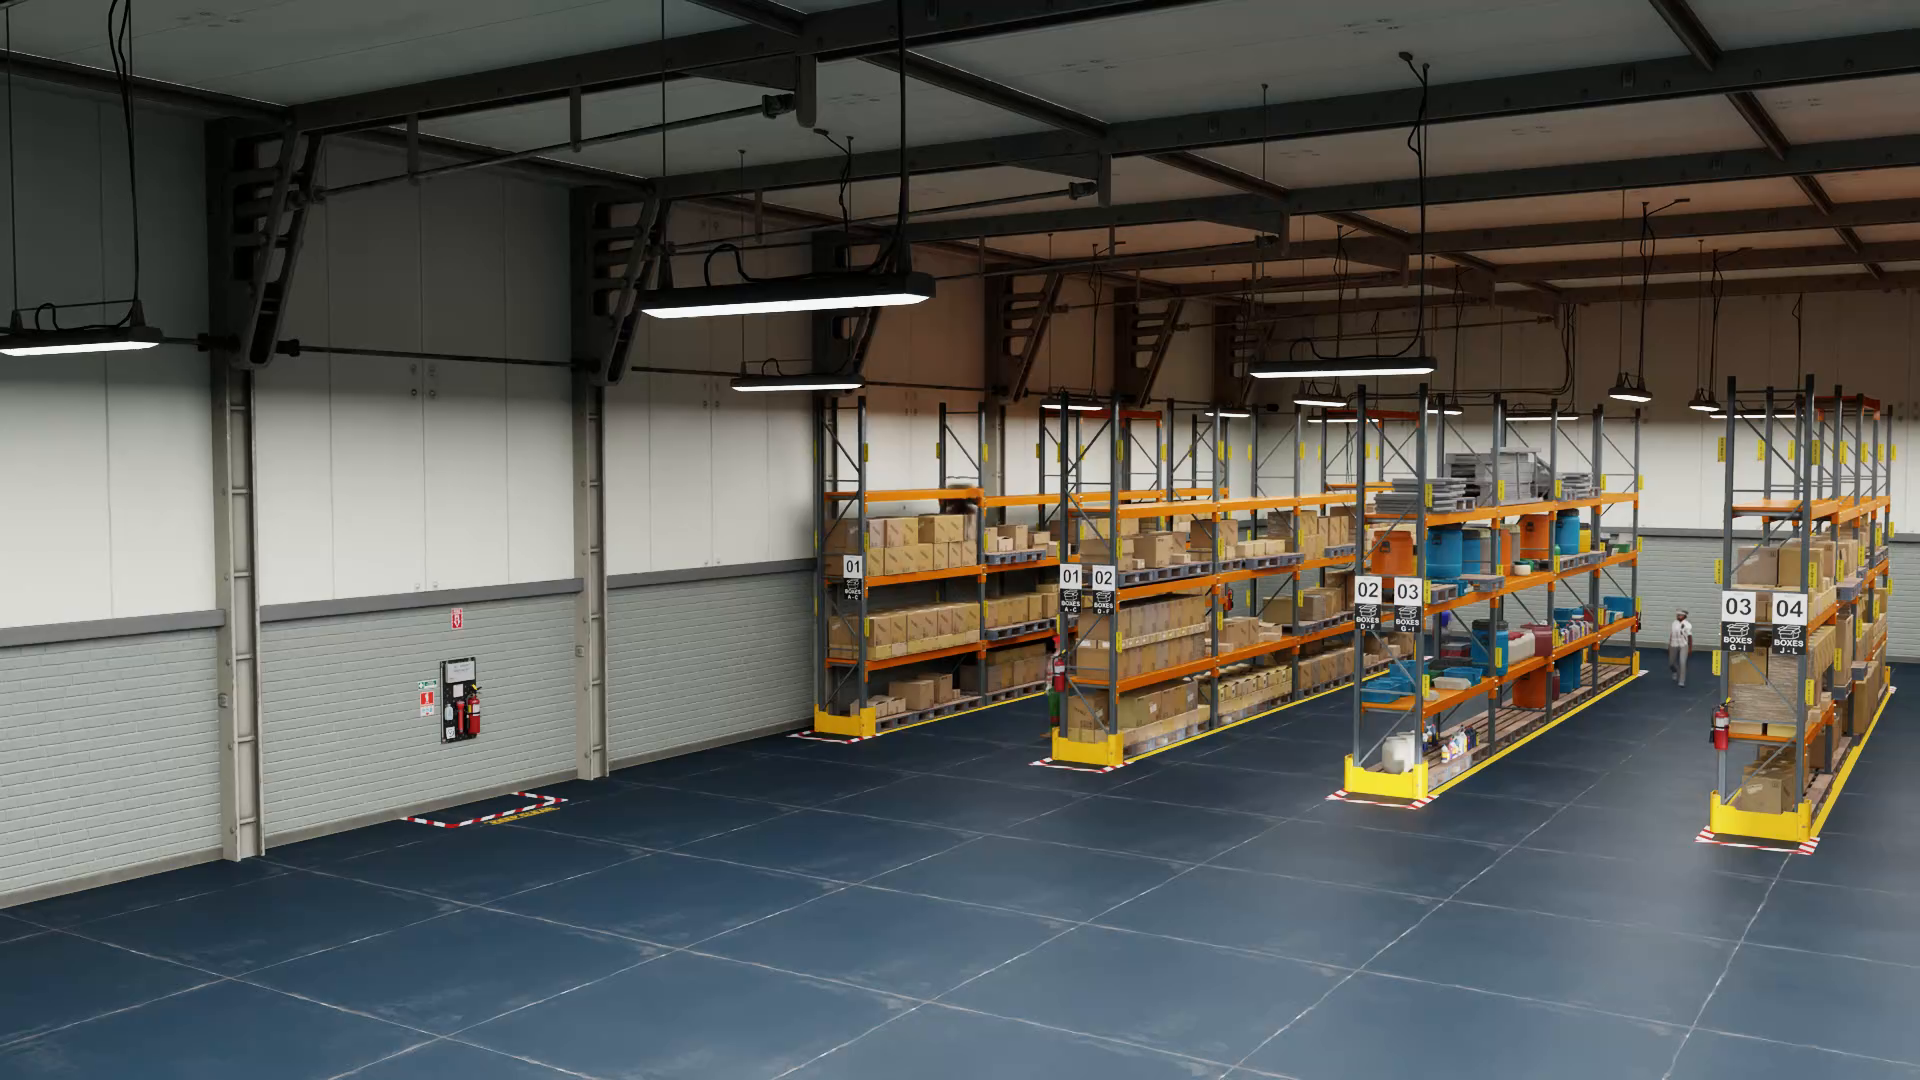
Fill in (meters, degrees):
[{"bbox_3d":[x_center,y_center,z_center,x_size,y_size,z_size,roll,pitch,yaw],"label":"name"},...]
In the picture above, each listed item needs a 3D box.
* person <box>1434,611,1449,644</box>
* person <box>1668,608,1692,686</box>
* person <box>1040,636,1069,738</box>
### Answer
[{"bbox_3d":[11.002,2.174,38.025,0.357,1.671,0.534,2,3,29],"label":"person"},{"bbox_3d":[15.491,2.285,35.736,0.475,1.658,0.665,2,4,32],"label":"person"},{"bbox_3d":[1.684,2.568,29.364,0.450,1.785,0.586,1,3,15],"label":"person"}]
